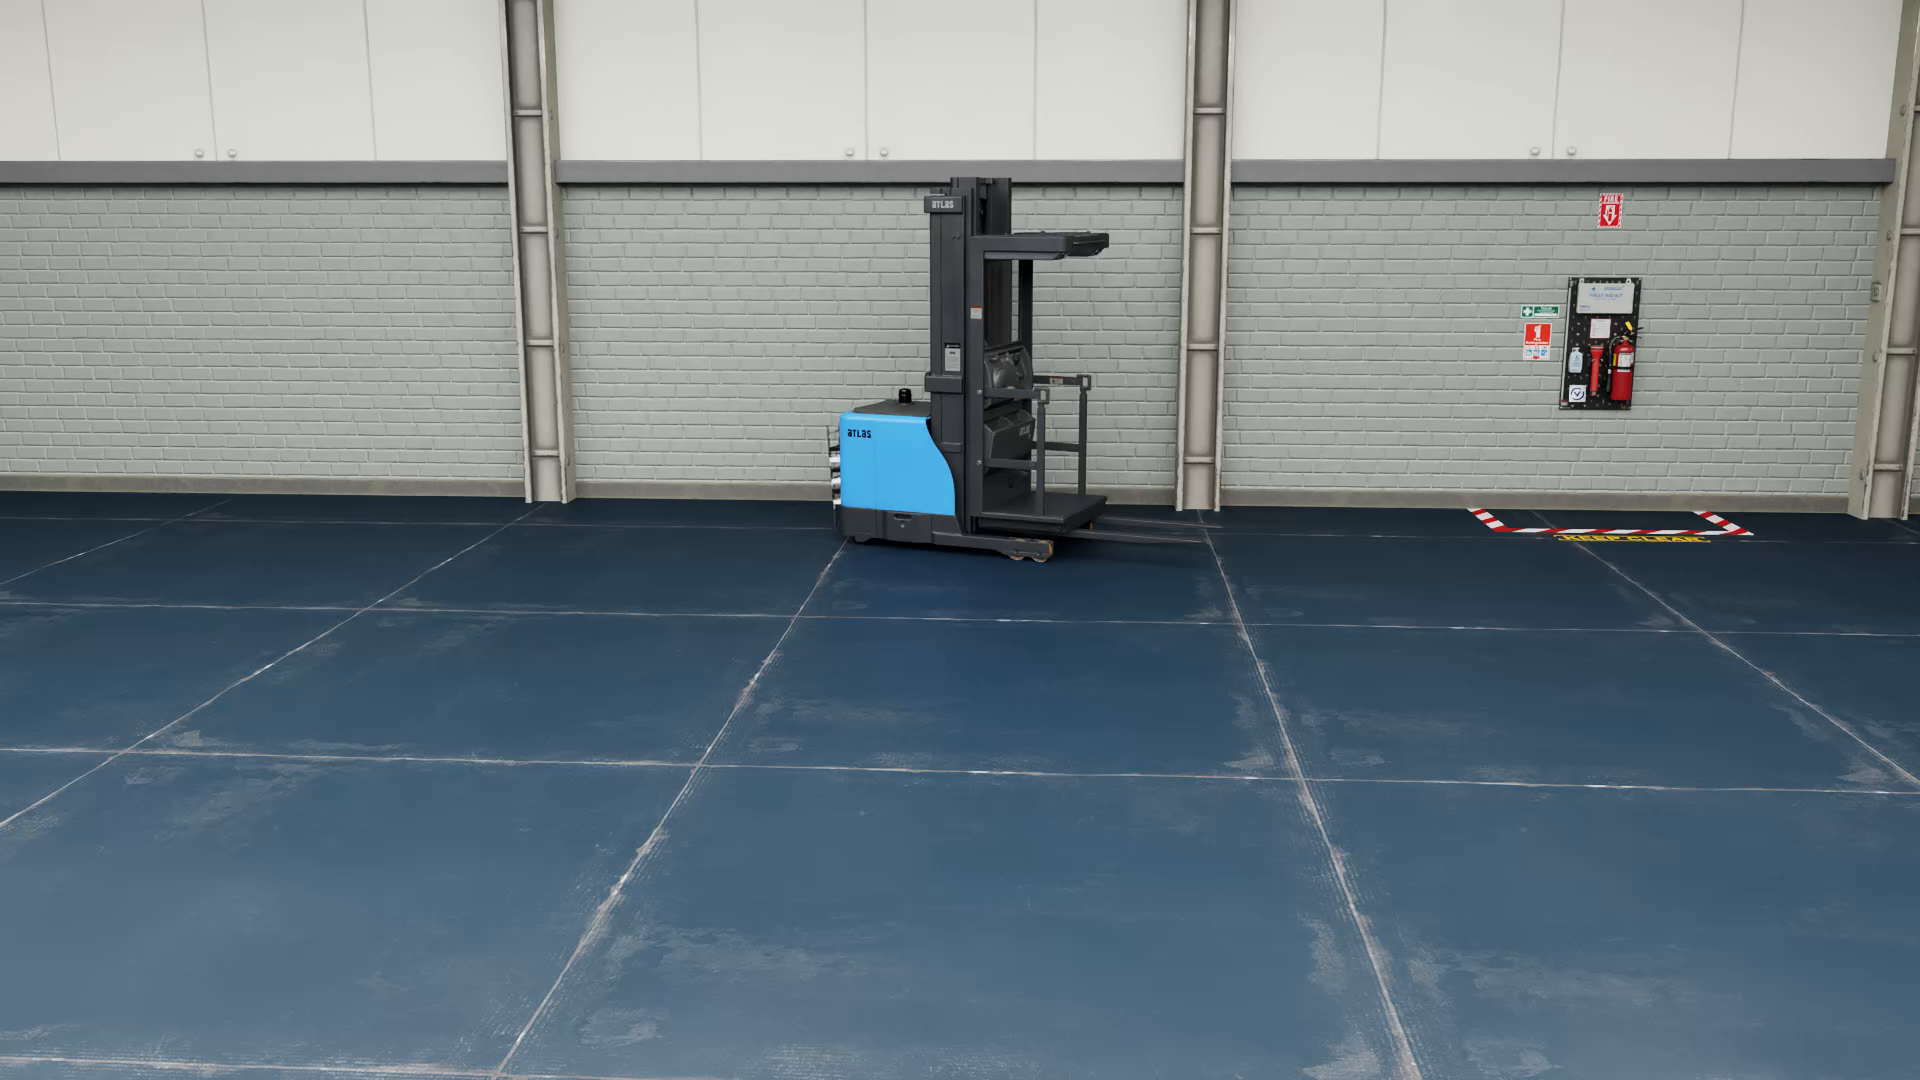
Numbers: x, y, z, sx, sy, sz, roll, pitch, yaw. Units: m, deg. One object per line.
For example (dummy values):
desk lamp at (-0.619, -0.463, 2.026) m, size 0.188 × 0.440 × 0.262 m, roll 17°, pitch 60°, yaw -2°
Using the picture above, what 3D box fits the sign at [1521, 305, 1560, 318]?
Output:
sign at (5.144, -2.026, 14.744) m, size 0.331 × 0.109 × 0.001 m, roll 1°, pitch 12°, yaw 4°

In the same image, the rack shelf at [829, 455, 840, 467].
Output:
rack shelf at (-0.956, -0.679, 14.068) m, size 0.200 × 0.077 × 0.258 m, roll 0°, pitch 11°, yaw 24°

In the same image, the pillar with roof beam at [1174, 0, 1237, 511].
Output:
pillar with roof beam at (1.874, -3.819, 10.049) m, size 0.400 × 9.000 × 9.100 m, roll 1°, pitch 12°, yaw 4°

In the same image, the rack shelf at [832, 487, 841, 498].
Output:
rack shelf at (-0.937, -0.414, 14.115) m, size 0.200 × 0.077 × 0.258 m, roll 0°, pitch 11°, yaw 24°

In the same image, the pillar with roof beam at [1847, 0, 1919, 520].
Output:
pillar with roof beam at (7.860, -3.737, 9.656) m, size 0.400 × 9.000 × 9.100 m, roll 1°, pitch 12°, yaw 4°

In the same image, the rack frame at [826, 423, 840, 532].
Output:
rack frame at (-1.039, -0.535, 14.134) m, size 0.006 × 0.900 × 0.240 m, roll 0°, pitch 11°, yaw 24°

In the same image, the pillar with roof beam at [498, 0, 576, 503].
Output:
pillar with roof beam at (-4.113, -3.901, 10.441) m, size 0.400 × 9.000 × 9.100 m, roll 1°, pitch 12°, yaw 4°

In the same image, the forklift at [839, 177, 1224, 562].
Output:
forklift at (0.573, -1.384, 13.228) m, size 3.031 × 2.935 × 1.130 m, roll 5°, pitch 13°, yaw 23°

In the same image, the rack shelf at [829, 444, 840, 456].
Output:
rack shelf at (-0.962, -0.767, 14.052) m, size 0.200 × 0.077 × 0.258 m, roll 0°, pitch 11°, yaw 24°

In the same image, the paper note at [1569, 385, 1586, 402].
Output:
paper note at (5.513, -1.307, 14.843) m, size 0.142 × 0.148 × 0.016 m, roll 1°, pitch 12°, yaw 4°

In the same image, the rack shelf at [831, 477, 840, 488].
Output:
rack shelf at (-0.943, -0.502, 14.100) m, size 0.200 × 0.077 × 0.258 m, roll 0°, pitch 11°, yaw 24°

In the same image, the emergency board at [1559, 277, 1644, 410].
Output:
emergency board at (5.685, -1.722, 14.674) m, size 0.643 × 1.169 × 0.194 m, roll 1°, pitch 12°, yaw 4°

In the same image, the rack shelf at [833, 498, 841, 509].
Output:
rack shelf at (-0.930, -0.325, 14.131) m, size 0.200 × 0.077 × 0.258 m, roll 0°, pitch 11°, yaw 24°

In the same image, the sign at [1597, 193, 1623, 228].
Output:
sign at (5.684, -2.877, 14.534) m, size 0.199 × 0.298 × 0.001 m, roll 1°, pitch 12°, yaw 4°

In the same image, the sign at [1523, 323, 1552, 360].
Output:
sign at (5.140, -1.768, 14.807) m, size 0.234 × 0.329 × 0.001 m, roll 1°, pitch 12°, yaw 4°

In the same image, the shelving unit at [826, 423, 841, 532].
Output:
shelving unit at (-0.946, -0.535, 14.094) m, size 0.210 × 0.900 × 0.258 m, roll 0°, pitch 11°, yaw 24°

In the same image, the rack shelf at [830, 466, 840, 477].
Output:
rack shelf at (-0.950, -0.591, 14.084) m, size 0.200 × 0.077 × 0.258 m, roll 0°, pitch 11°, yaw 24°
